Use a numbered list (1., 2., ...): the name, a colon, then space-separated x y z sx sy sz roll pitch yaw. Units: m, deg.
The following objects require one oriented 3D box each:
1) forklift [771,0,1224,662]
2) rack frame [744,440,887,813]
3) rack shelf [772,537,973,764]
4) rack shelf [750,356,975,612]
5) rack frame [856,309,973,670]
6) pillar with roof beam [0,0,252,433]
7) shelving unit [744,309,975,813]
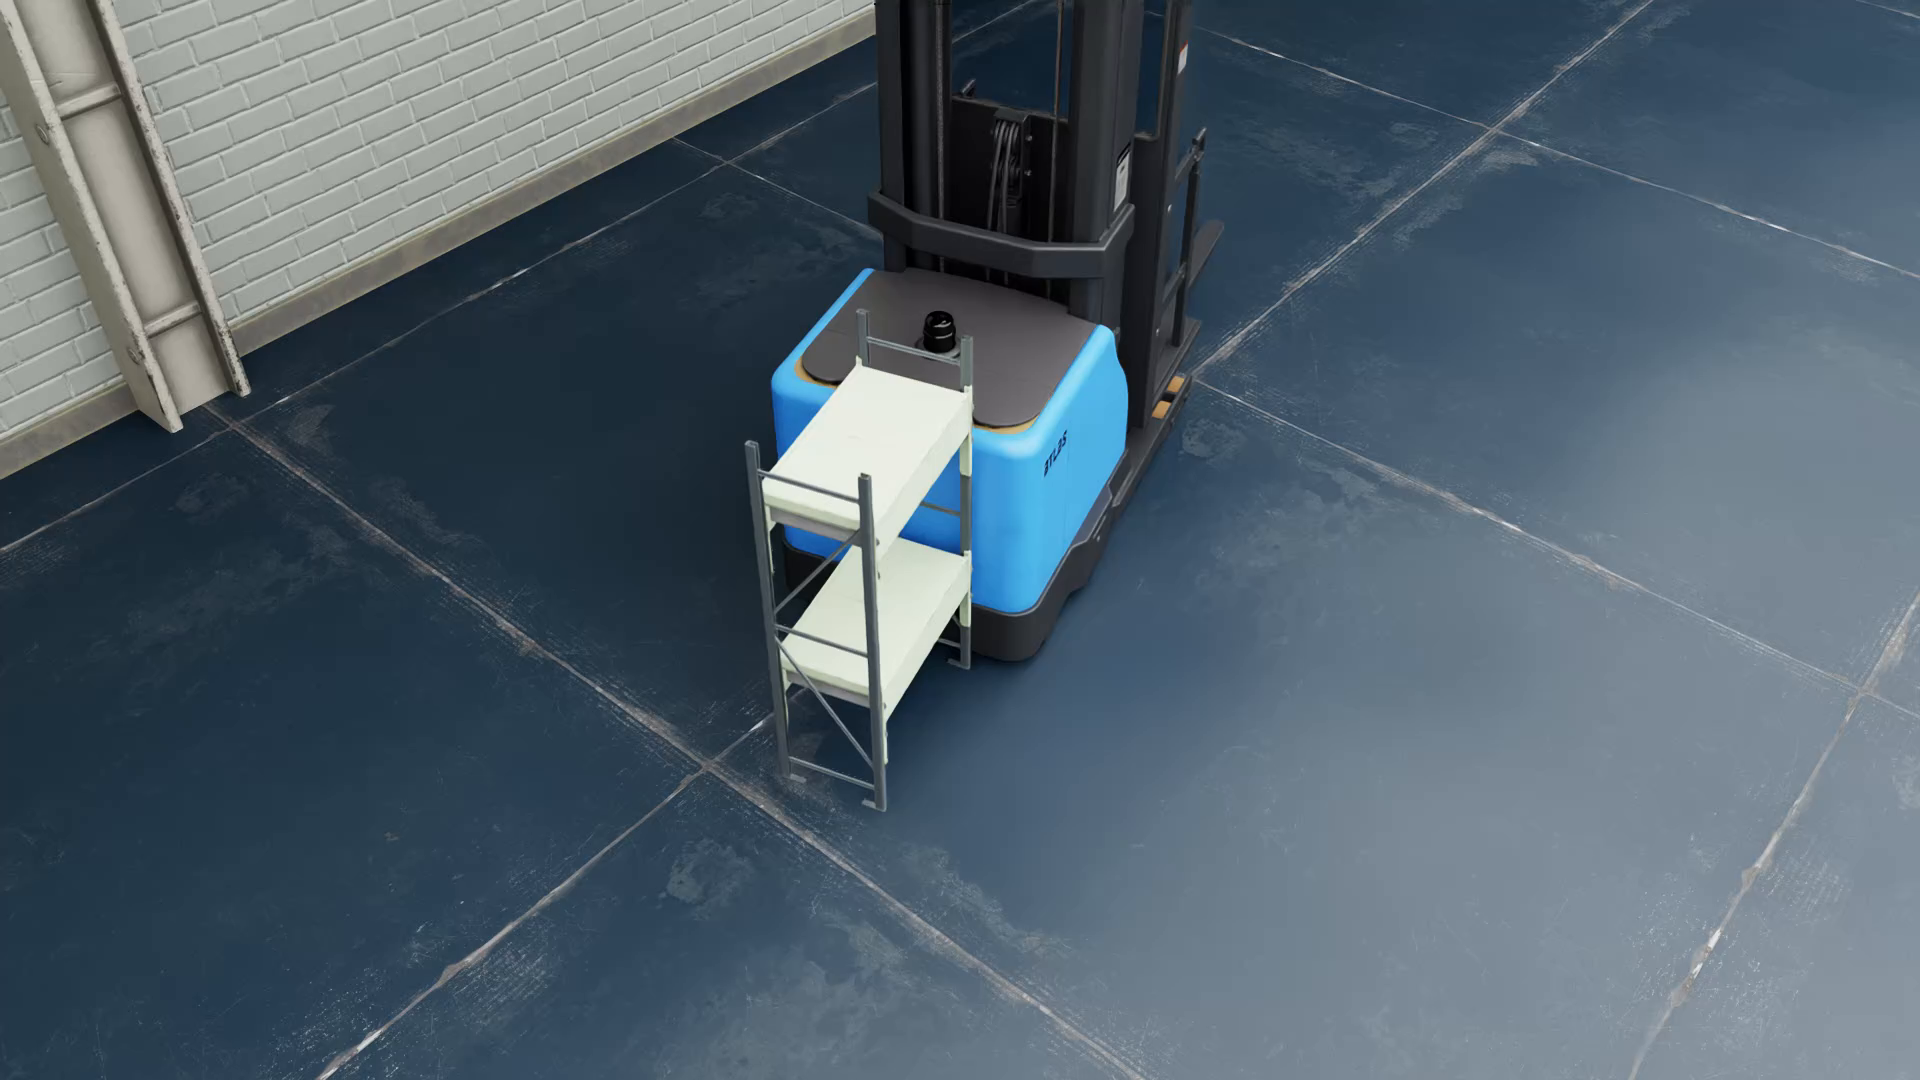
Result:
1. forklift: 0.375 -1.633 6.367 1.130 2.935 3.031 16 45 17
2. rack frame: -0.439 0.323 5.280 0.400 1.500 0.023 16 45 17
3. rack shelf: -0.293 0.339 5.747 0.431 0.370 0.720 16 45 17
4. rack shelf: -0.293 -0.191 5.265 0.431 0.370 0.720 16 45 17
5. rack frame: -0.146 -0.128 5.776 0.400 1.500 0.023 16 45 17
6. pillar with roof beam: -0.136 -2.099 2.370 9.100 9.000 0.400 29 50 28
7. shelving unit: -0.293 0.098 5.528 0.431 1.500 0.755 16 45 17
